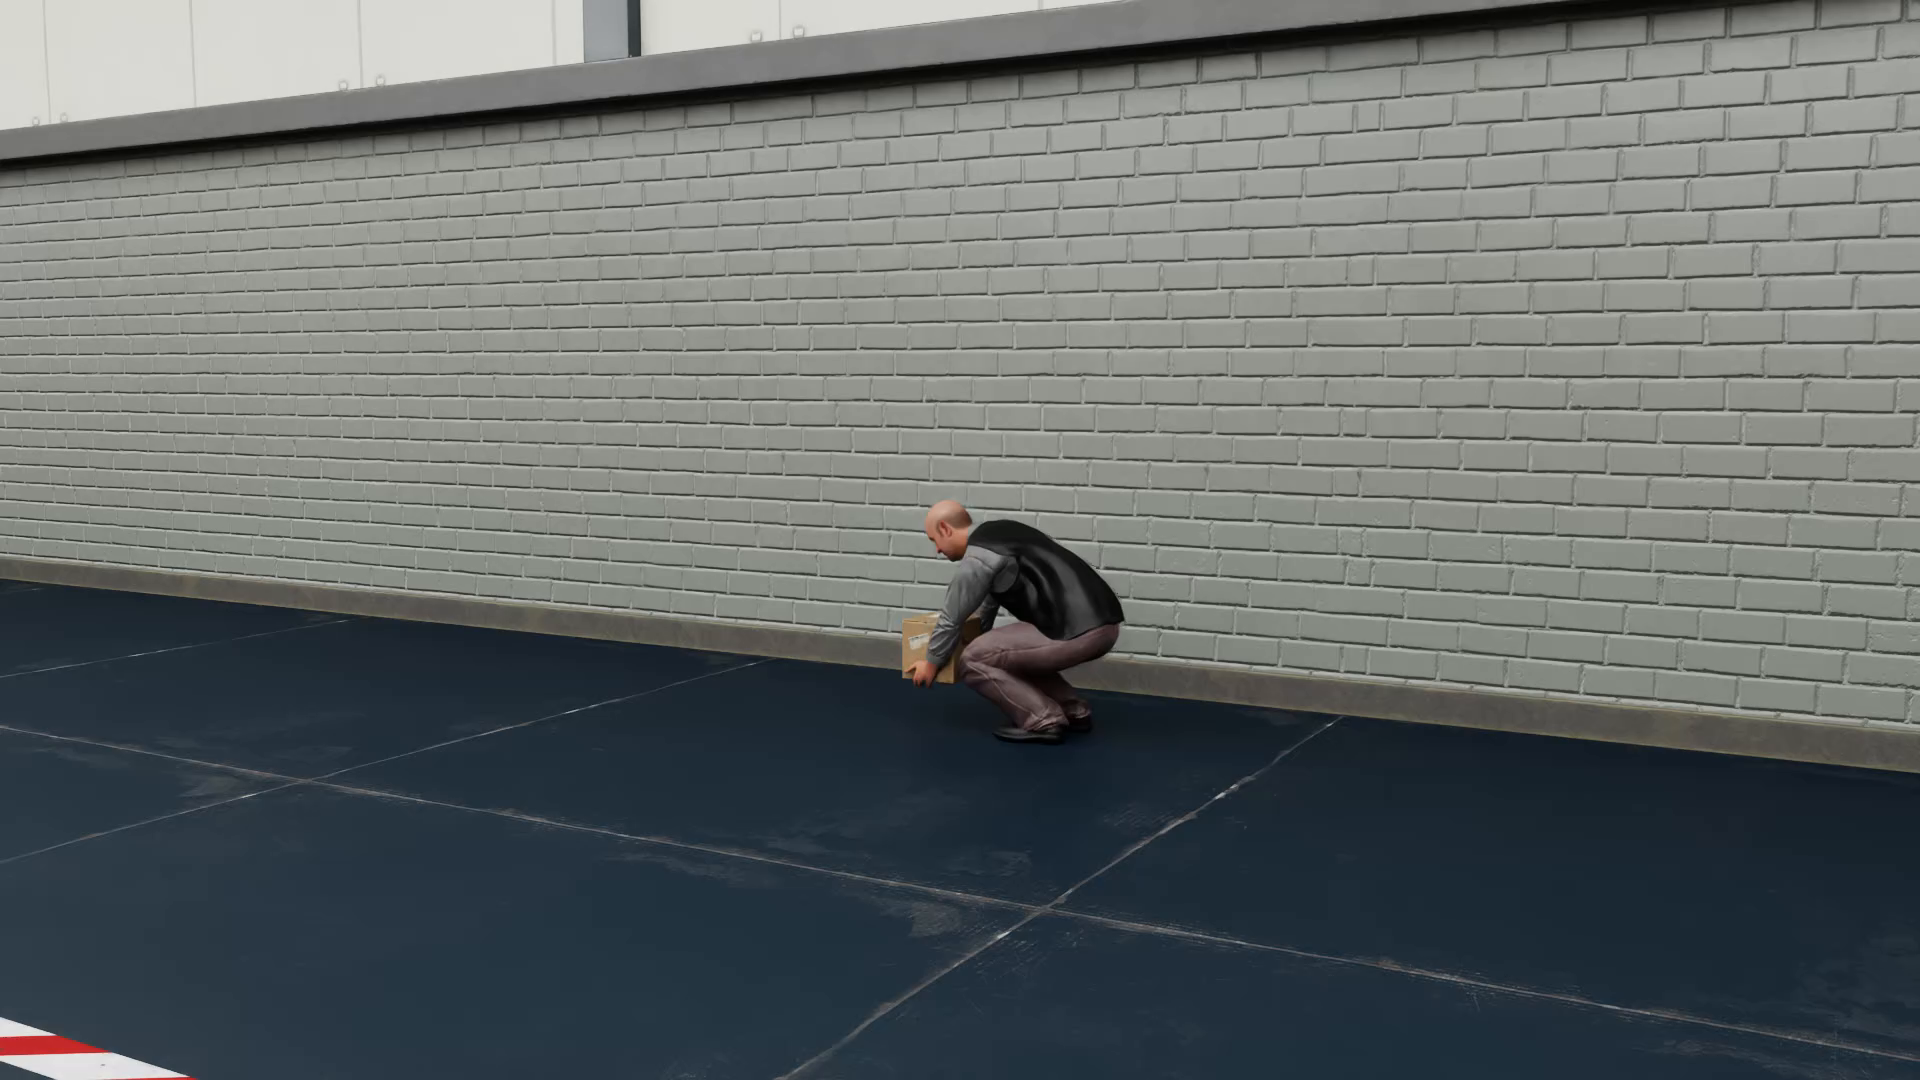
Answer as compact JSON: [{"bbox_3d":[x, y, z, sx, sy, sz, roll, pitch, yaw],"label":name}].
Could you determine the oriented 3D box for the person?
[{"bbox_3d":[0.220,0.322,6.870,0.888,0.967,0.518,3,7,27],"label":"person"}]
